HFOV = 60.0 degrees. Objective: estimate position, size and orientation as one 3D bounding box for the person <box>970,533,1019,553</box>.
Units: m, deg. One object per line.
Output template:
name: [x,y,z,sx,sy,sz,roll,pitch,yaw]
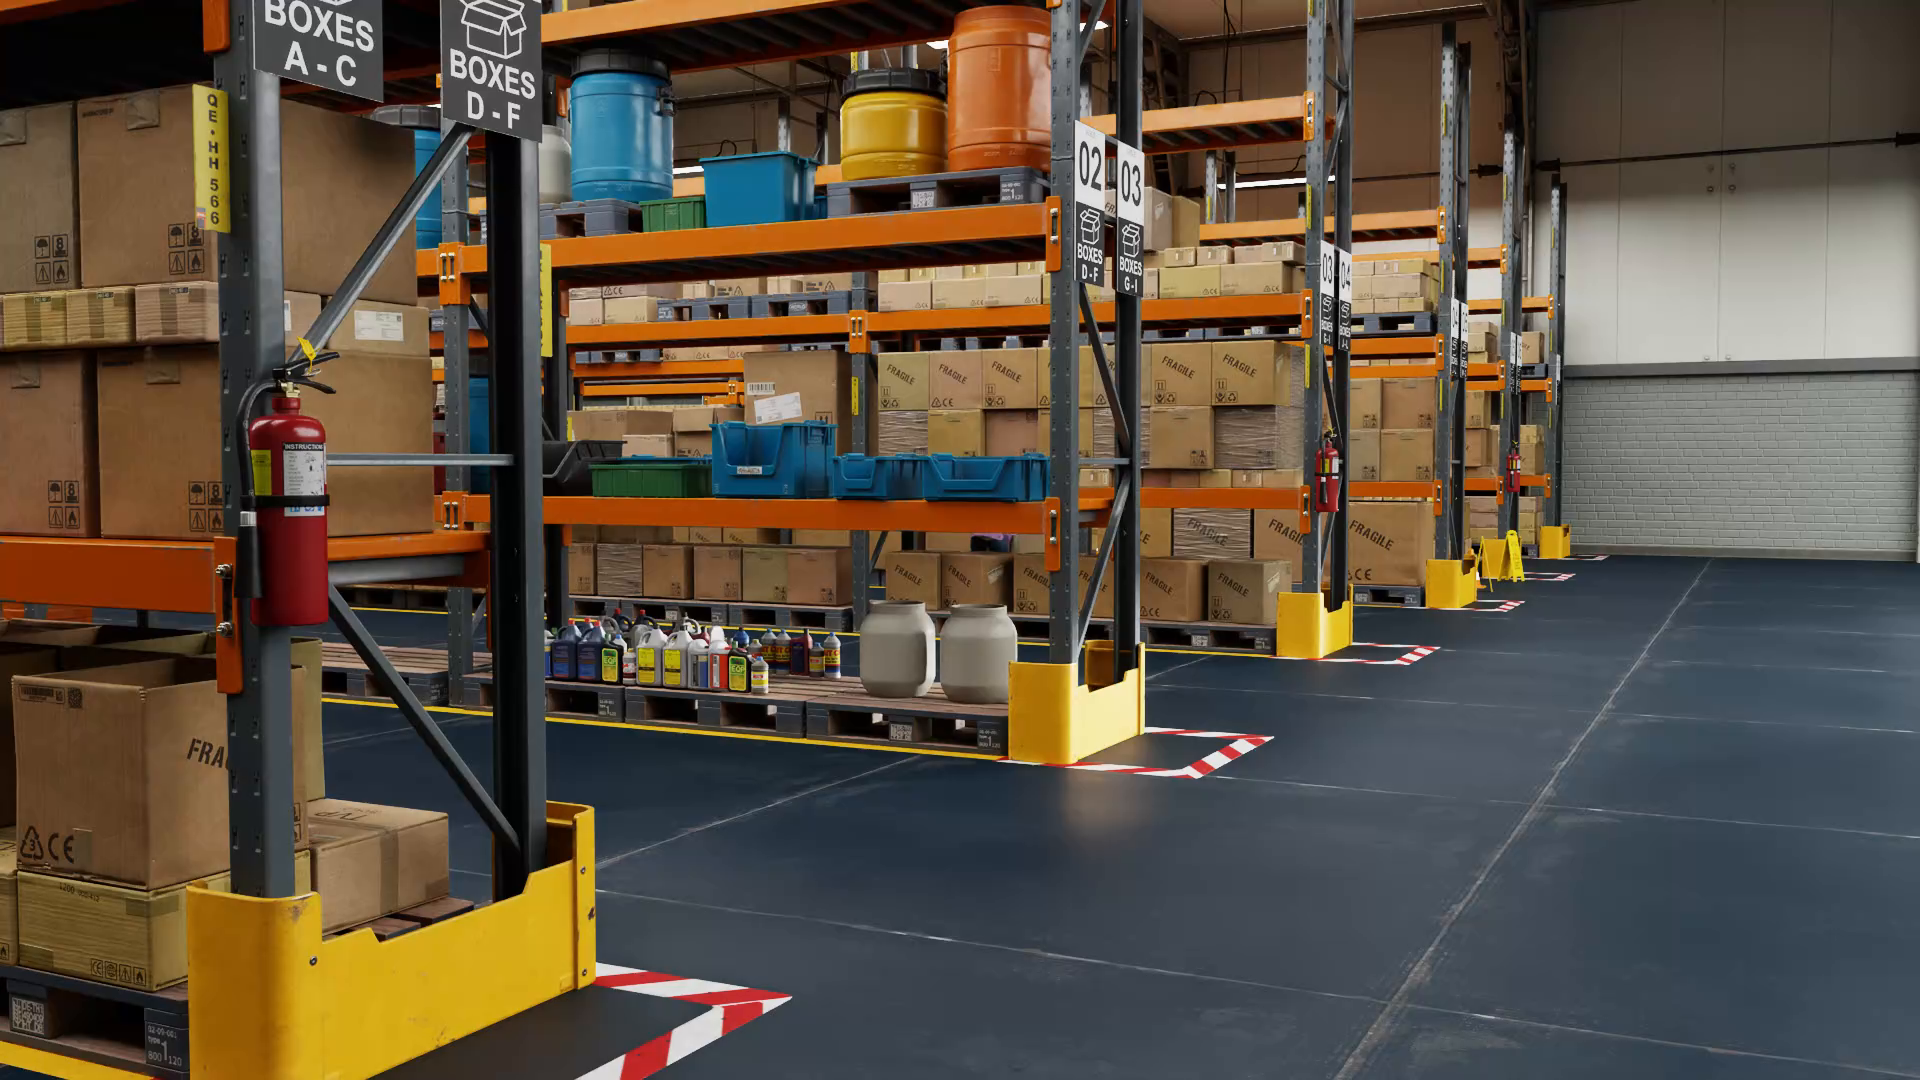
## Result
person: [0.378,0.225,17.088,0.402,0.970,0.869,1,3,24]
